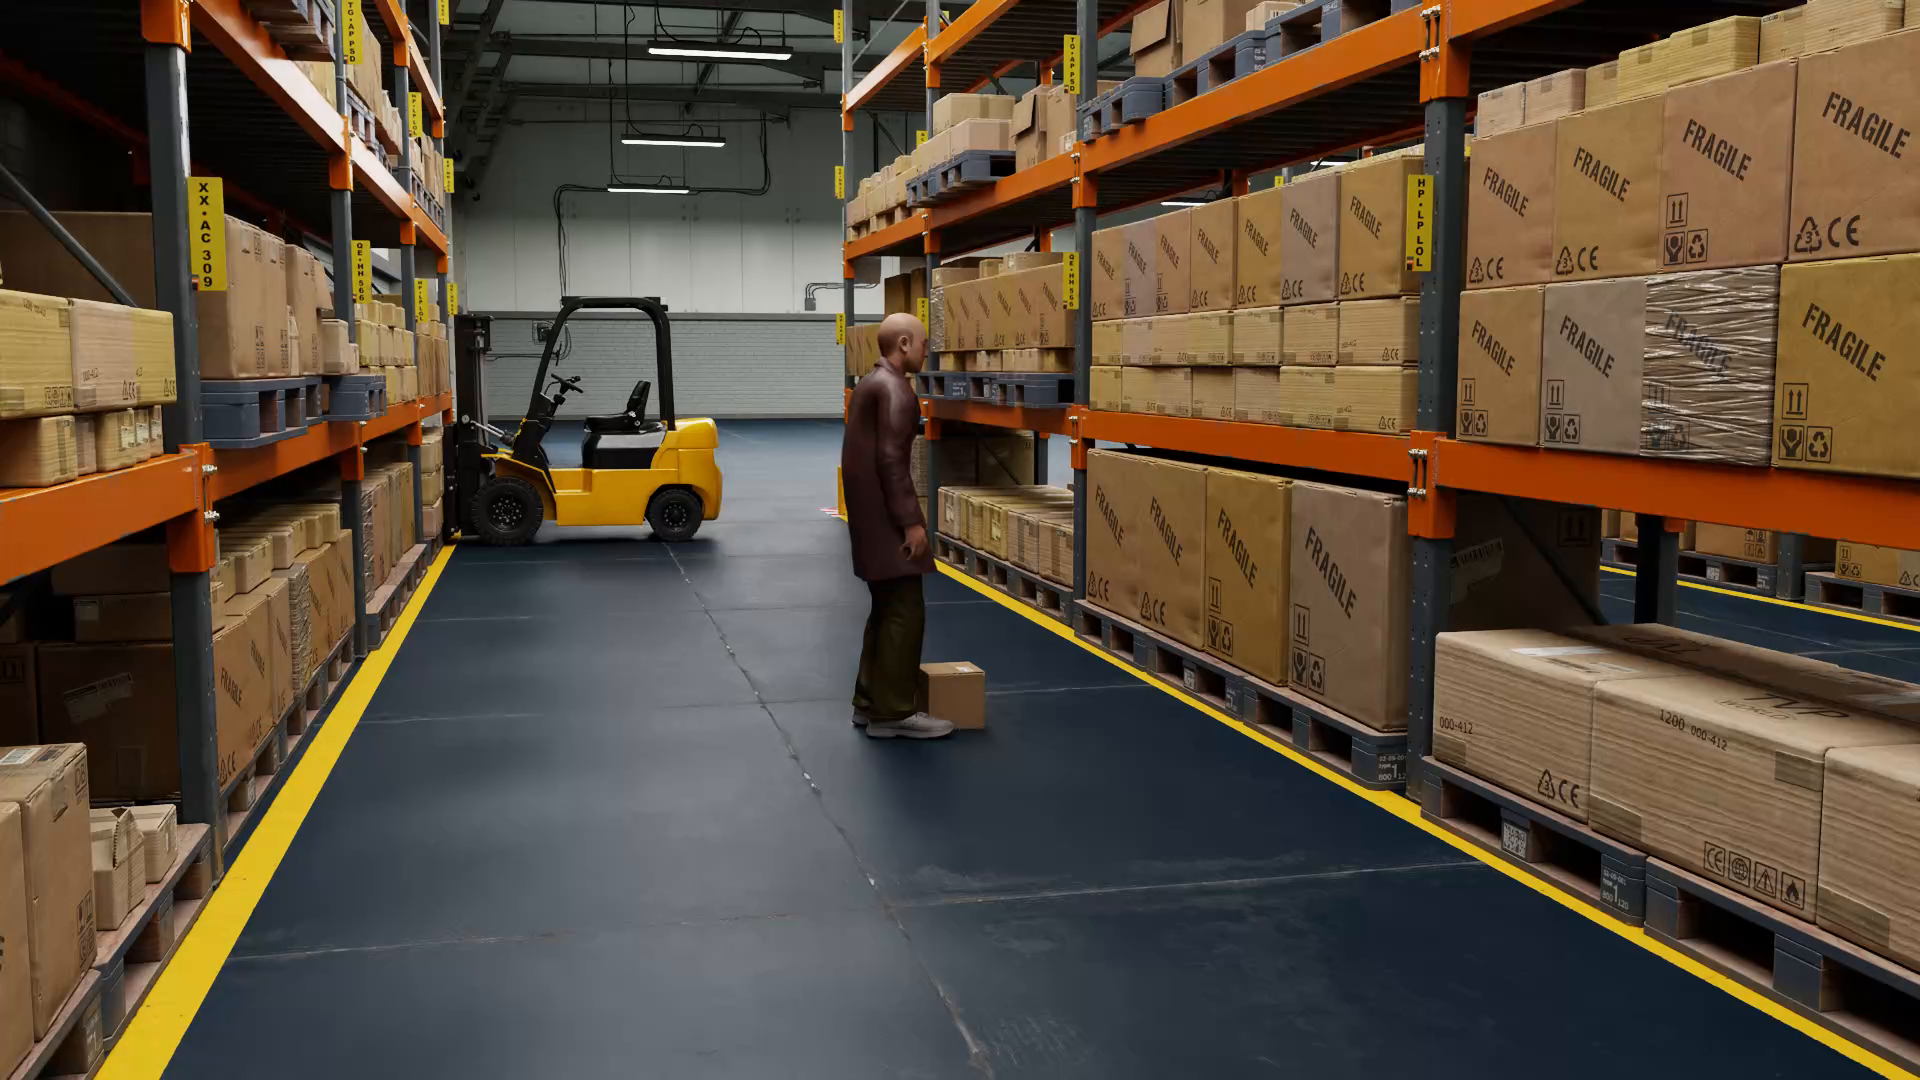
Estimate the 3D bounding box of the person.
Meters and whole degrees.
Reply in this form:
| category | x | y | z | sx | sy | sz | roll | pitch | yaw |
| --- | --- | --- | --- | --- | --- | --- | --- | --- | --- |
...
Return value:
| category | x | y | z | sx | sy | sz | roll | pitch | yaw |
| --- | --- | --- | --- | --- | --- | --- | --- | --- | --- |
| person | -0.284 | -0.073 | 7.078 | 0.426 | 1.774 | 0.644 | -1 | 6 | -13 |
